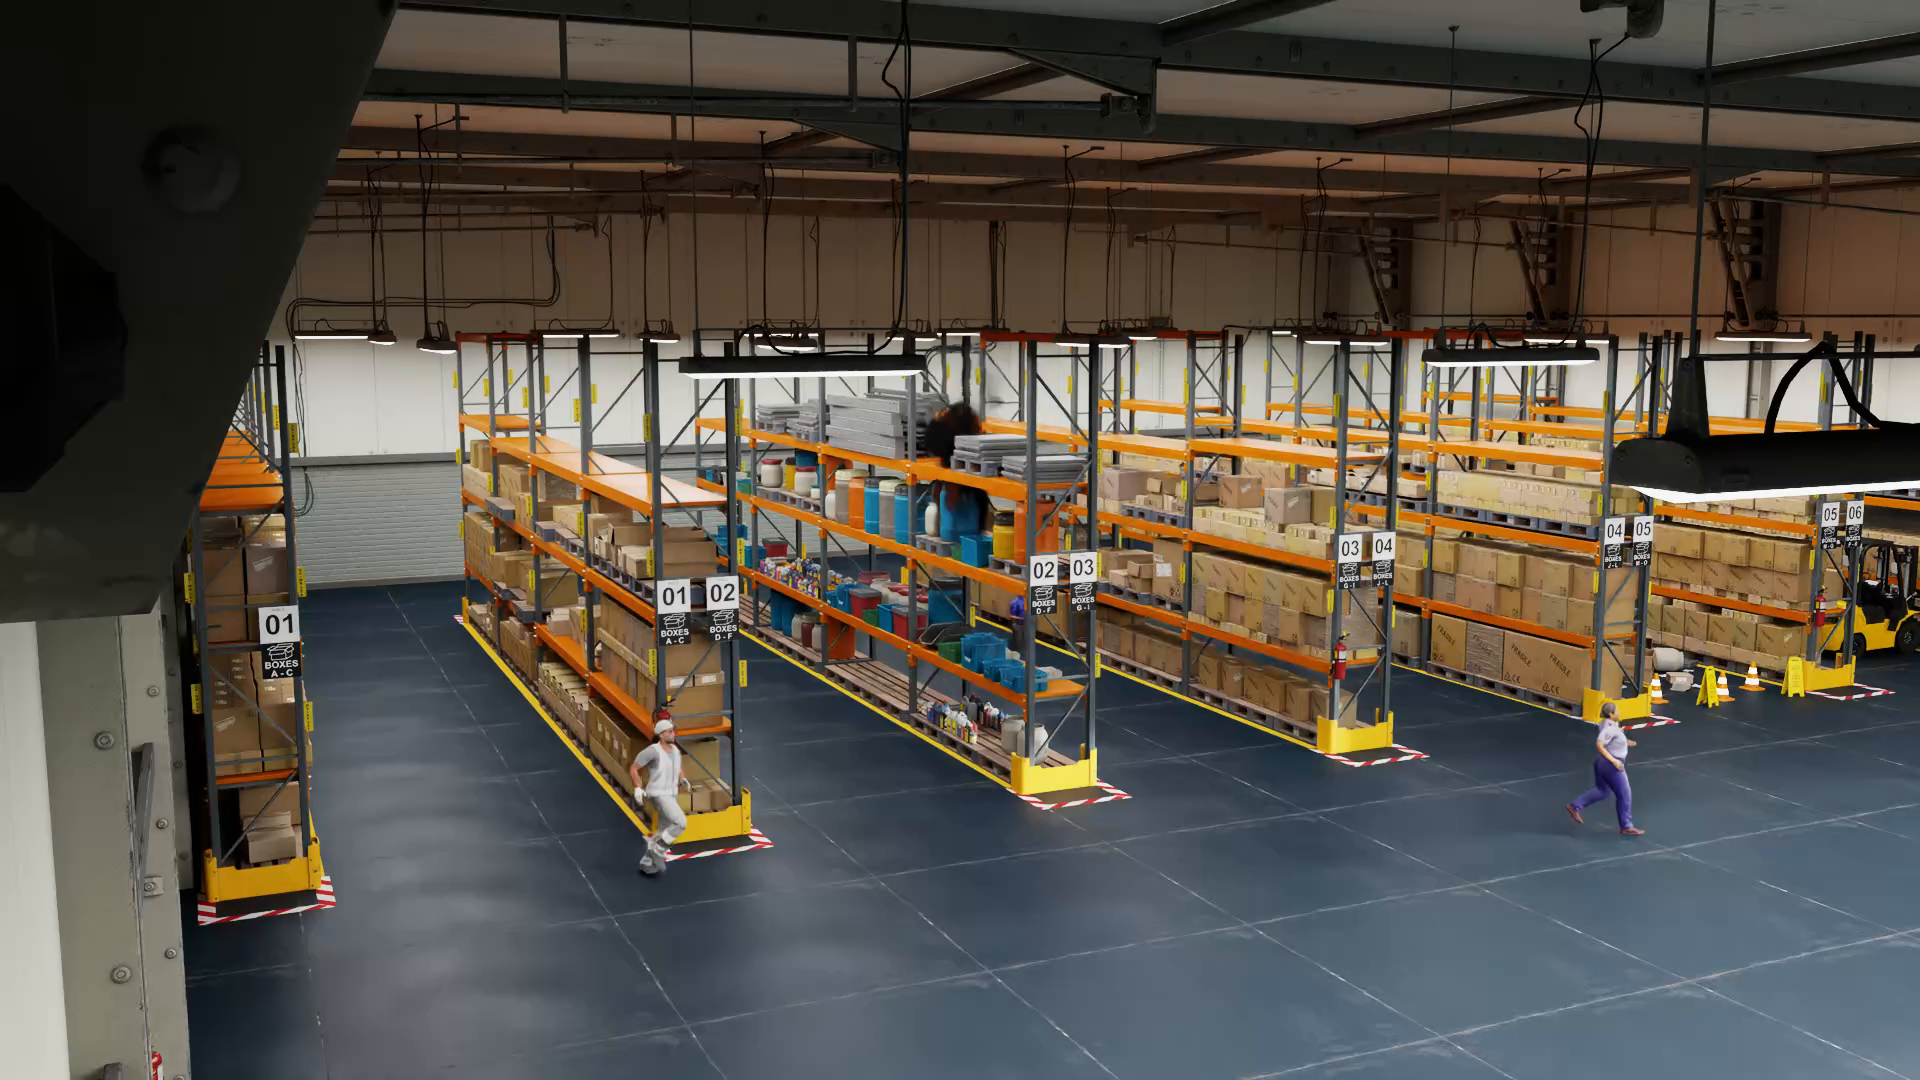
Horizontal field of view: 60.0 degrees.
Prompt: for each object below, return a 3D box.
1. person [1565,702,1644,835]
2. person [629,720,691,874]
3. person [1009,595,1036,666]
[{"bbox_3d":[7.925,2.786,20.345,0.918,1.612,0.615,1,8,7],"label":"person"},{"bbox_3d":[-3.336,2.919,18.950,0.635,1.715,0.700,3,8,23],"label":"person"},{"bbox_3d":[1.087,1.578,29.132,0.579,1.657,0.924,-5,9,-35],"label":"person"}]
